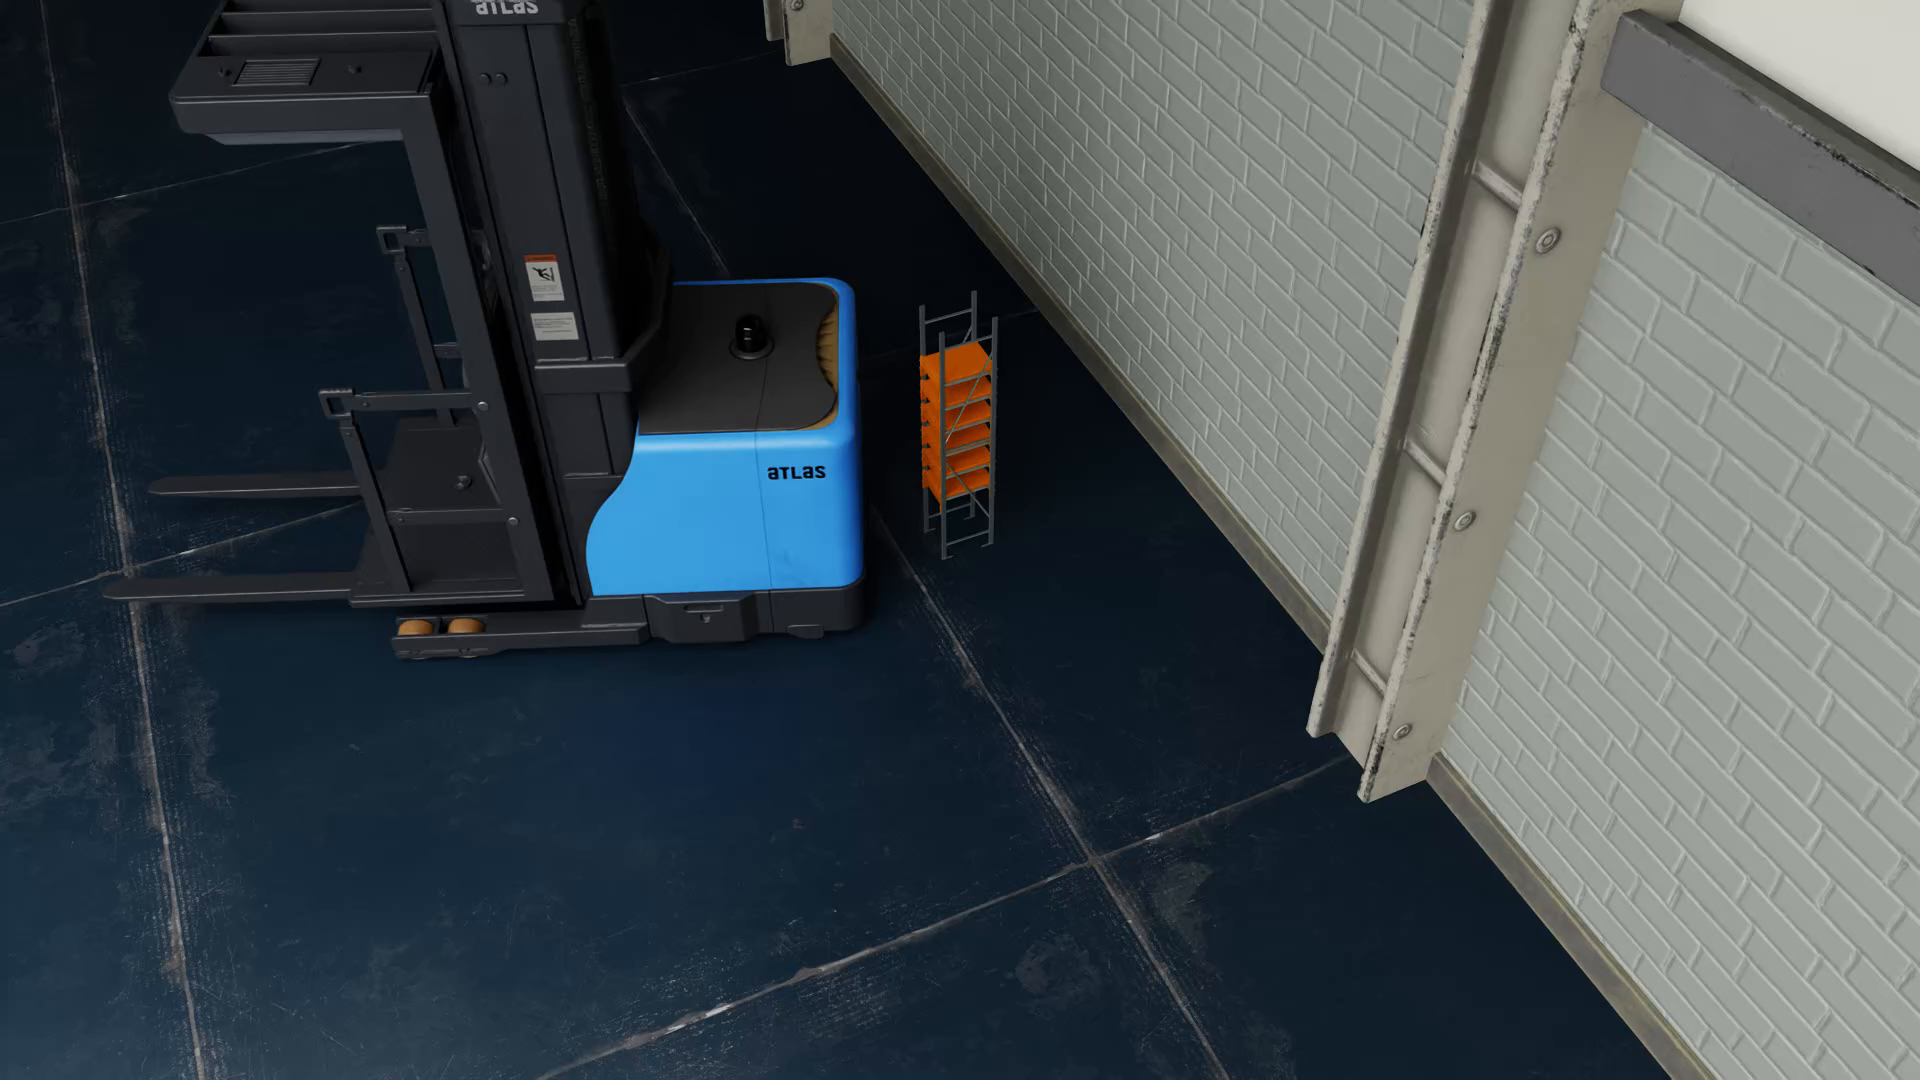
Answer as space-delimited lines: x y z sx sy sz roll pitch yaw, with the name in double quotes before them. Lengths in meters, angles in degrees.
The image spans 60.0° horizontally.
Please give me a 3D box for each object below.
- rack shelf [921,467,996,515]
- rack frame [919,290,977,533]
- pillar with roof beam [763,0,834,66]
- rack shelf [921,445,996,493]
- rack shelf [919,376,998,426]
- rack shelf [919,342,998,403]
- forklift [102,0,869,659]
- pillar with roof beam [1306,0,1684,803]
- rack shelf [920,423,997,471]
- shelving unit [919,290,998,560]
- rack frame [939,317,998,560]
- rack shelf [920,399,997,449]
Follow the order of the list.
"rack shelf" -0.006 -0.234 6.907 0.258 0.103 0.180 -18 47 -17
"rack frame" -0.045 -0.495 6.766 0.240 1.200 0.006 -18 47 -17
"pillar with roof beam" -4.880 -4.954 5.733 9.100 9.000 0.400 -18 47 -17
"rack shelf" -0.006 -0.319 6.822 0.258 0.103 0.180 -18 47 -17
"rack shelf" -0.006 -0.576 6.569 0.258 0.103 0.180 -18 47 -17
"rack shelf" -0.006 -0.661 6.485 0.258 0.103 0.180 -18 47 -17
"forklift" -1.901 -0.949 5.994 3.031 2.935 1.130 -2 45 -2
"pillar with roof beam" -2.357 -1.130 1.858 9.100 9.000 0.400 -18 47 -17
"rack shelf" -0.006 -0.405 6.738 0.258 0.103 0.180 -18 47 -17
"shelving unit" -0.006 -0.436 6.707 0.258 1.200 0.189 -18 47 -17
"rack frame" 0.032 -0.378 6.648 0.240 1.200 0.006 -18 47 -17
"rack shelf" -0.006 -0.490 6.654 0.258 0.103 0.180 -18 47 -17
